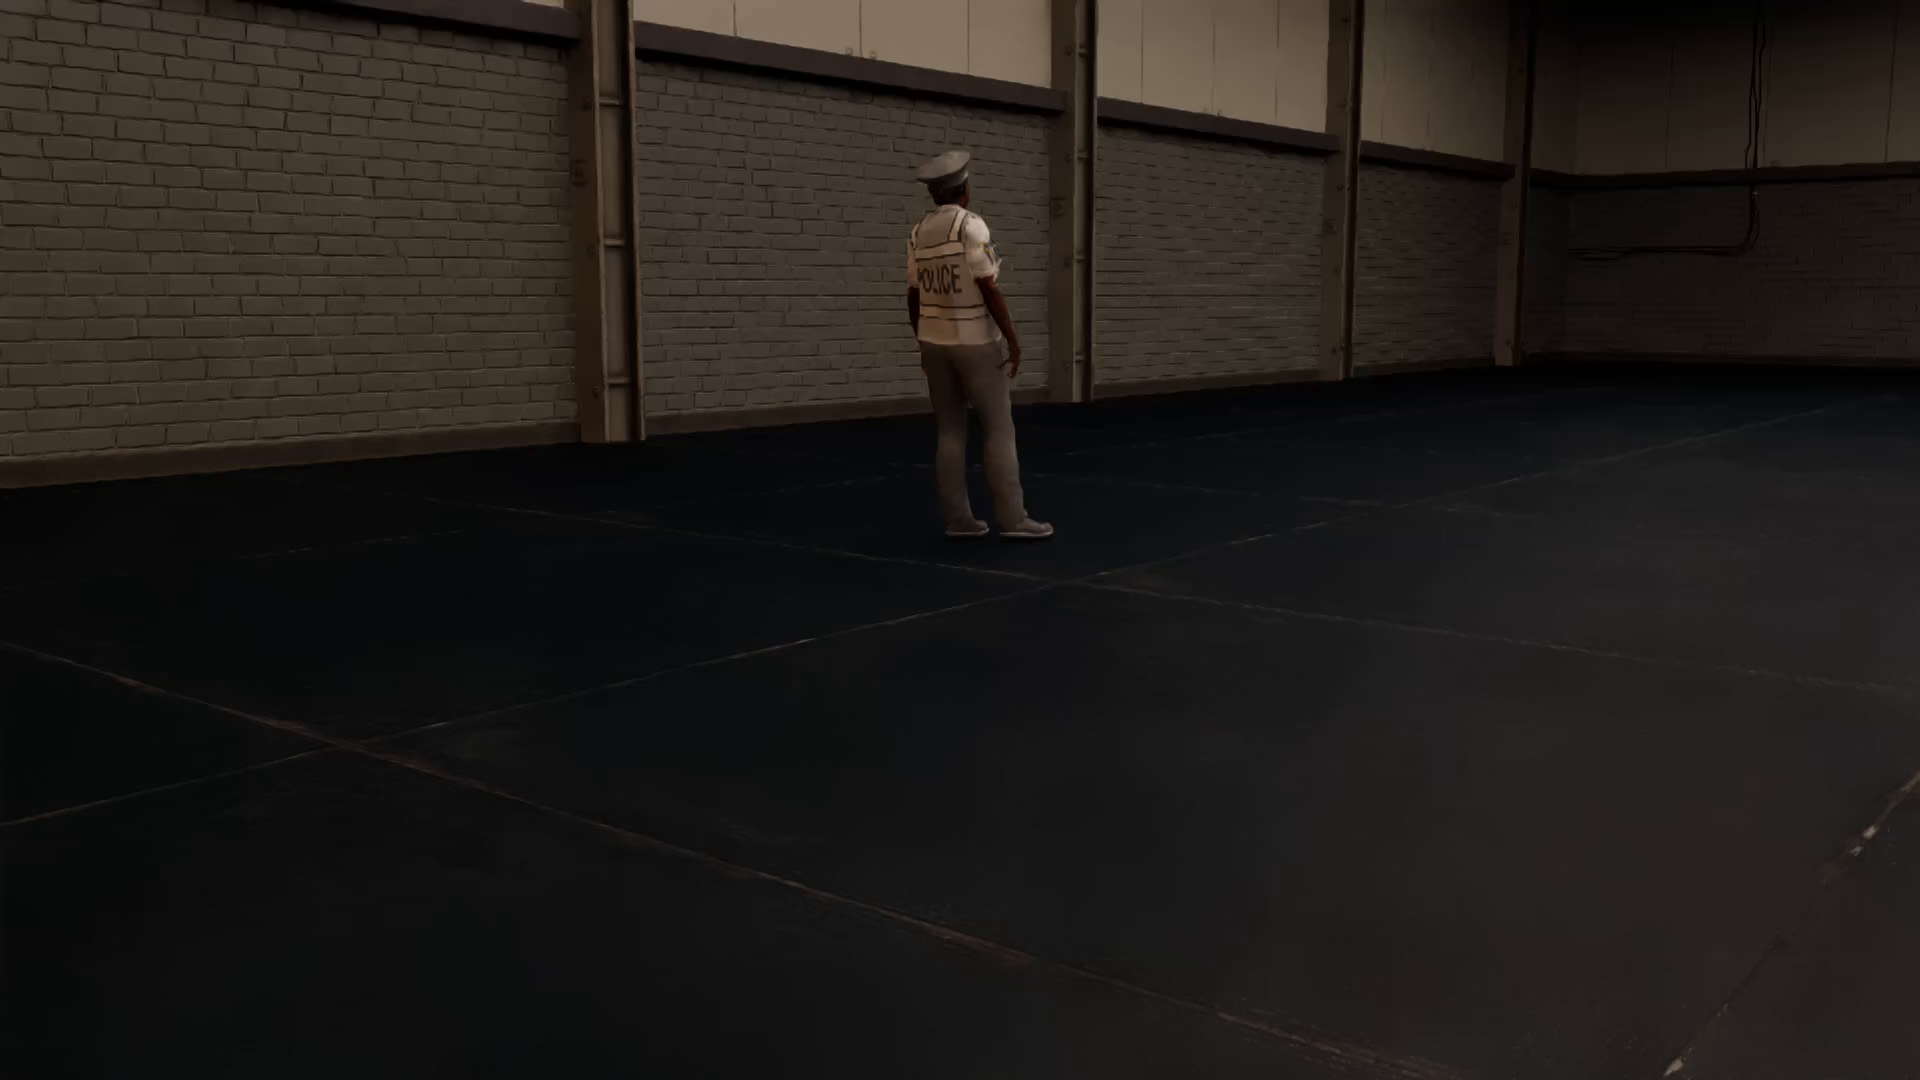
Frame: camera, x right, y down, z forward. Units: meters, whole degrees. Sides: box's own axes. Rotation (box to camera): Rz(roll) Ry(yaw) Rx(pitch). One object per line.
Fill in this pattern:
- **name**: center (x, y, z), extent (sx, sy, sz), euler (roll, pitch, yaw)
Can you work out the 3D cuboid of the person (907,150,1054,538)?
- **person**: center (0.062, -0.853, 7.327), extent (0.570, 1.695, 0.529), euler (7, 11, 38)
